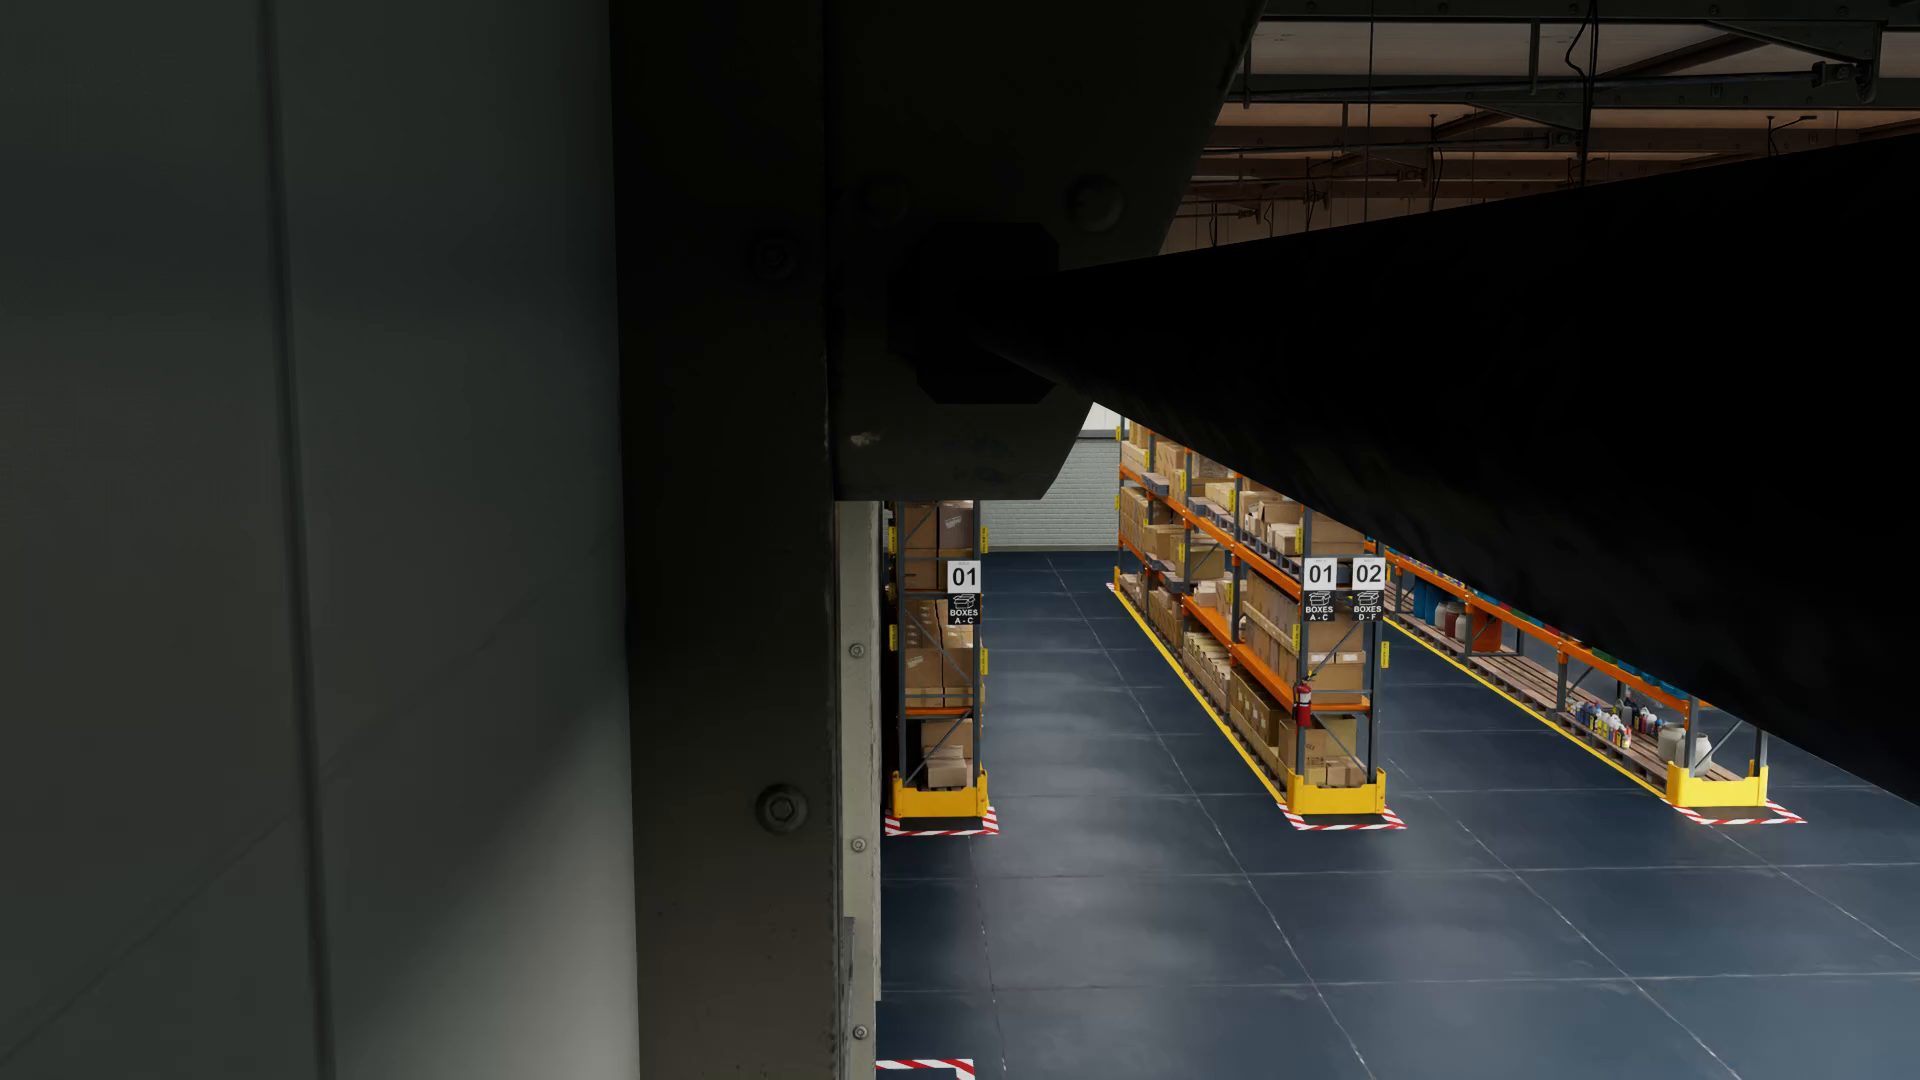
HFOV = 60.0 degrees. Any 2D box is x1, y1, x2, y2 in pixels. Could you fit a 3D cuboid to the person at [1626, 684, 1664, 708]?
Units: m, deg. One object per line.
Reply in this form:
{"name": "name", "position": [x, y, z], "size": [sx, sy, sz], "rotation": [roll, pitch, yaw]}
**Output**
{"name": "person", "position": [10.768, 1.758, 26.124], "size": [0.546, 1.617, 1.049], "rotation": [0, 8, -3]}
